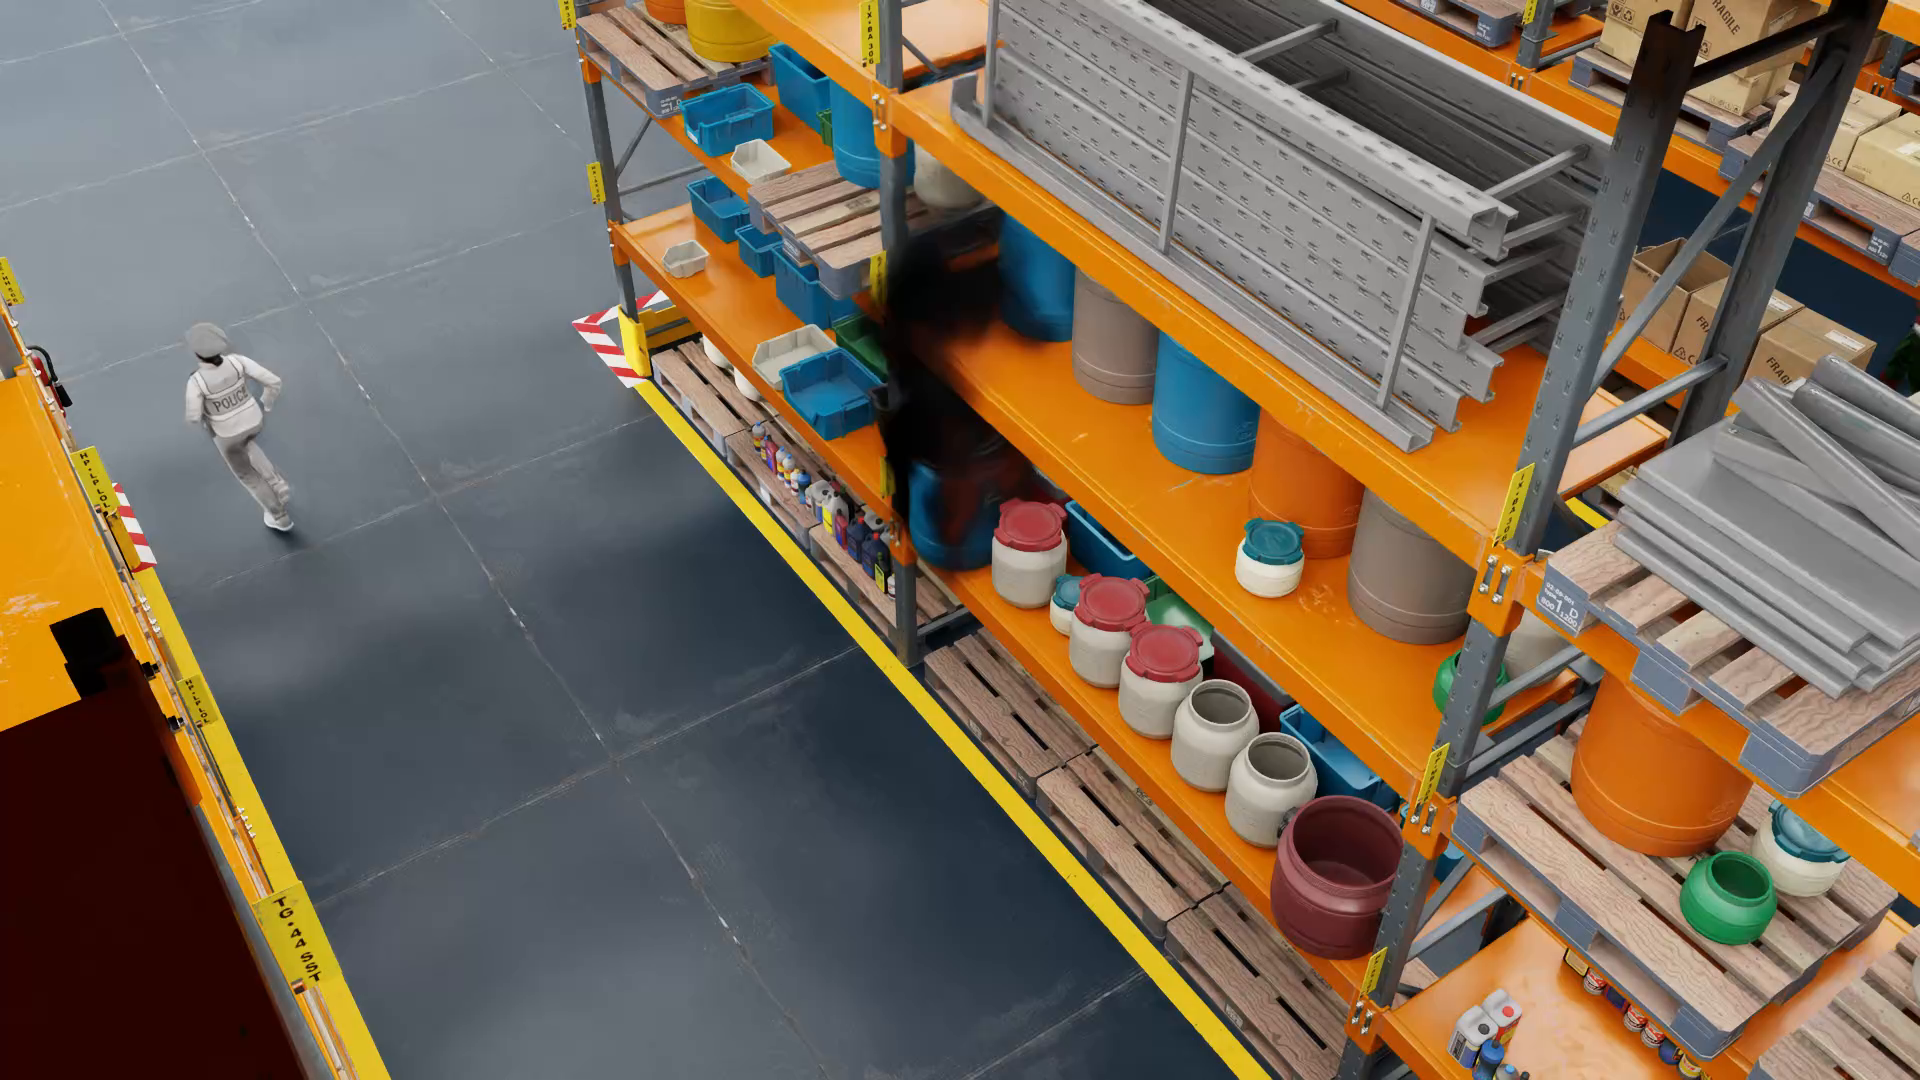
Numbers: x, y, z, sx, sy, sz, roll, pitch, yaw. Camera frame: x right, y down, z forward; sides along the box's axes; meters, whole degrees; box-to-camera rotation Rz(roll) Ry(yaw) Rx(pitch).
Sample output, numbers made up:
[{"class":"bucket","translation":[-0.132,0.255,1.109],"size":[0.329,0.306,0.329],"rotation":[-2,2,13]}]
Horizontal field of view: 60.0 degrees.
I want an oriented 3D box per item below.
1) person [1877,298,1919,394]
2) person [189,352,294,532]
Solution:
[{"class":"person","translation":[7.083,-1.506,12.033],"size":[0.659,1.773,1.002],"rotation":[-30,50,-28]},{"class":"person","translation":[-4.947,-0.801,11.395],"size":[0.625,1.612,0.473],"rotation":[26,48,25]}]
